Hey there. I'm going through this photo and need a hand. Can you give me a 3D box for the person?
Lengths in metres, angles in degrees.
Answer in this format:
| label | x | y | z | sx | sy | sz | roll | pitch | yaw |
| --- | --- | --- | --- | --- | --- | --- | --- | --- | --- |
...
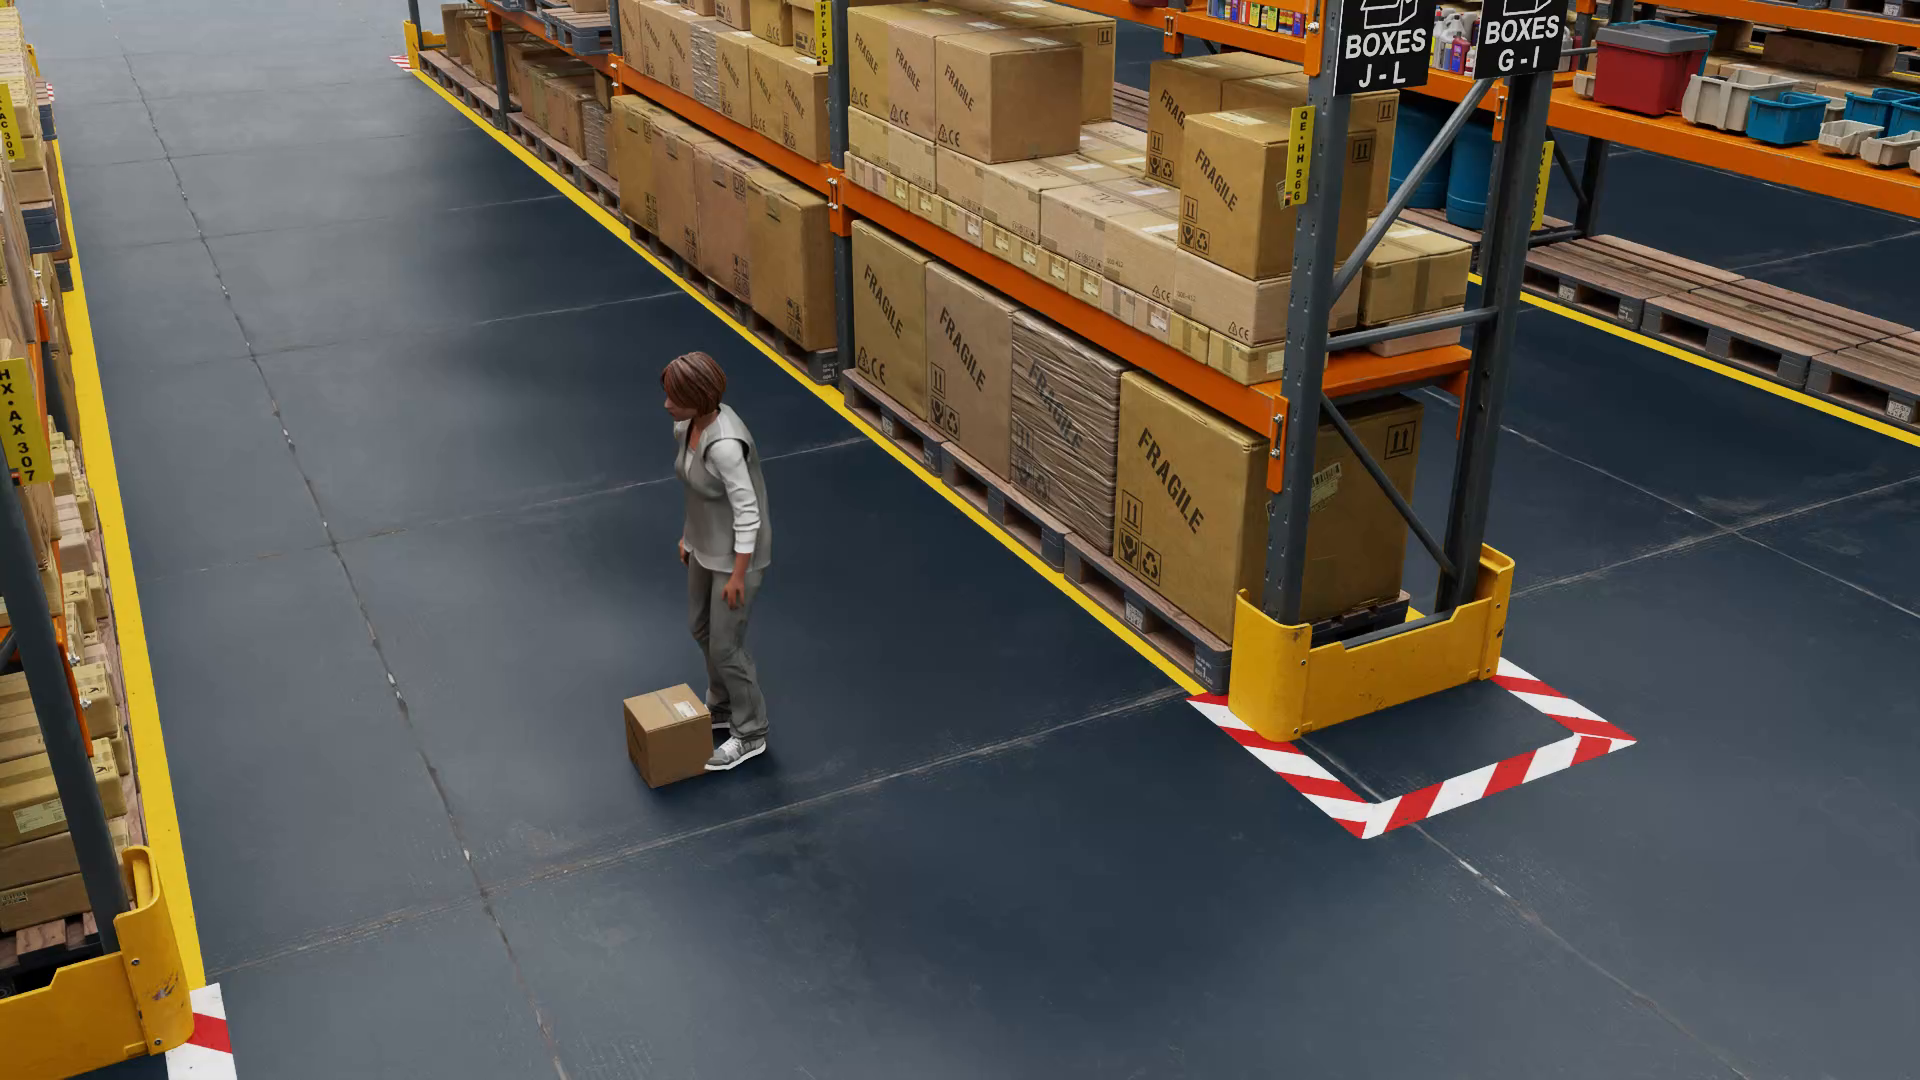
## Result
| label | x | y | z | sx | sy | sz | roll | pitch | yaw |
| --- | --- | --- | --- | --- | --- | --- | --- | --- | --- |
| person | -0.872 | 0.178 | 6.032 | 0.322 | 1.352 | 0.485 | -15 | 30 | -28 |
